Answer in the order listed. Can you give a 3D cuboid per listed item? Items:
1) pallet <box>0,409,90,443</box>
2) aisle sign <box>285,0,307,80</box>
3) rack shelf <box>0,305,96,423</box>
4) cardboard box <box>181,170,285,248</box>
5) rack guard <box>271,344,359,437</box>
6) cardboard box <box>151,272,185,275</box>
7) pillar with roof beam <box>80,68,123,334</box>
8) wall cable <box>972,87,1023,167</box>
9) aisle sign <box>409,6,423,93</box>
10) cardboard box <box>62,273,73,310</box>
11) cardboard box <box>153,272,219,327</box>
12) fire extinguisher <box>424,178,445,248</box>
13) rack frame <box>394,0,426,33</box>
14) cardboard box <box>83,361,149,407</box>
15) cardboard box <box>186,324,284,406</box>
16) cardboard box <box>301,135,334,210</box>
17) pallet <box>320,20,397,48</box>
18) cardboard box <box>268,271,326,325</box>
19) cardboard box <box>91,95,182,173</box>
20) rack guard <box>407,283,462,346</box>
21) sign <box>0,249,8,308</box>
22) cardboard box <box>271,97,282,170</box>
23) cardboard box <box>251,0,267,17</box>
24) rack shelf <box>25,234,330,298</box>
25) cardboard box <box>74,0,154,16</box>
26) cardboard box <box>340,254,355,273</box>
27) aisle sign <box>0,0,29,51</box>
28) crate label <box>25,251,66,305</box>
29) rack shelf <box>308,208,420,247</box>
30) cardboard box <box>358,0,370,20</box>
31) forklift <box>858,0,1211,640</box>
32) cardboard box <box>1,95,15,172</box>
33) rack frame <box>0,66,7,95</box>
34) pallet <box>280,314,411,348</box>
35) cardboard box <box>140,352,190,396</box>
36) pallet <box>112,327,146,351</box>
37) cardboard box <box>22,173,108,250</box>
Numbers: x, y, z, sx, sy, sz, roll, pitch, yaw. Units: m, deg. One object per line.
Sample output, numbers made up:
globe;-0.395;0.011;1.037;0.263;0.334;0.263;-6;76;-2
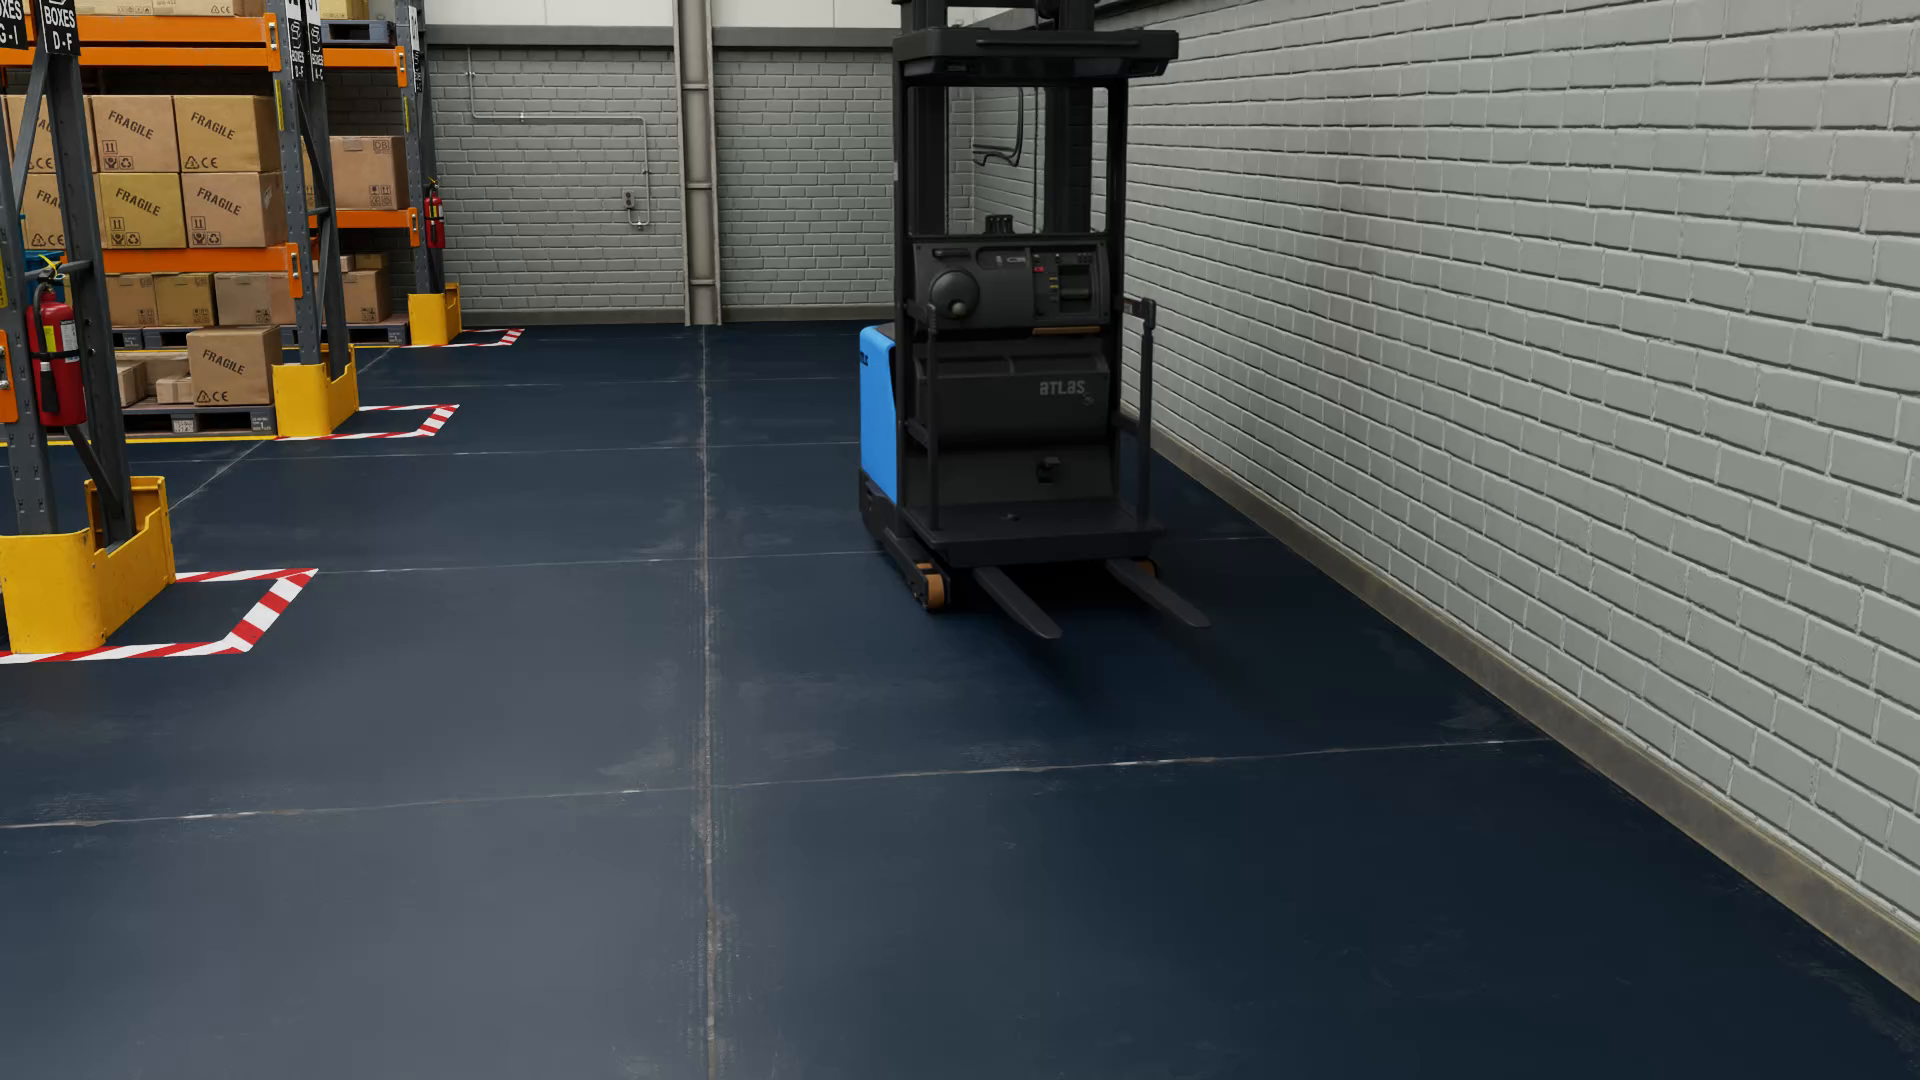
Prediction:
pallet;-6.660;-0.888;11.828;1.213;0.211;1.003;-2;14;-8
aisle sign;-4.480;-3.505;11.188;0.004;0.787;0.394;-2;14;-8
rack shelf;-5.836;-0.703;6.836;4.000;0.370;1.077;-2;14;-8
cardboard box;-4.995;-2.282;11.451;0.500;0.500;0.500;-2;14;-7
rack guard;-4.668;-1.100;12.082;0.348;0.500;1.175;-2;14;-8
cardboard box;-7.653;-2.658;16.095;0.250;0.149;0.380;-3;14;-10
pillar with roof beam;-8.085;-5.470;12.033;0.400;9.000;9.100;-2;14;-8
wall cable;0.312;-5.030;16.662;0.112;2.526;3.097;-2;14;-8
aisle sign;-5.219;-4.698;15.946;0.004;0.787;0.394;-2;14;-8
cardboard box;-8.535;-2.356;16.224;0.500;0.500;0.700;-2;14;-8
cardboard box;-7.530;-2.391;16.366;0.500;0.500;0.700;-2;14;-7
fire extinguisher;-5.117;-3.183;16.173;0.183;0.674;0.296;-2;14;-8
rack frame;-5.335;-6.417;15.810;0.127;3.000;1.000;-2;14;-8
cardboard box;-6.038;-1.089;11.646;0.500;0.250;0.500;-2;14;-8
cardboard box;-5.094;-1.238;11.724;0.500;0.500;0.500;-2;14;-8
cardboard box;-6.555;-3.603;16.304;0.700;0.700;0.980;-2;14;-9
pallet;-6.067;-4.890;16.068;1.213;0.211;1.003;-2;14;-8
cardboard box;-6.507;-2.431;16.523;0.500;0.500;0.700;-2;14;-8
cardboard box;-5.491;-2.748;11.253;0.500;0.500;0.500;-2;14;-7
rack guard;-5.311;-2.295;16.847;0.348;0.500;1.175;-2;14;-8
sign;-3.761;-1.071;6.492;0.005;0.325;0.100;-2;14;-8
cardboard box;-5.071;-2.896;11.844;0.500;0.500;0.500;-2;14;-7
cardboard box;-5.139;-3.740;11.612;0.500;0.250;0.500;-2;14;-8
rack shelf;-6.571;-1.894;11.587;4.000;0.370;1.077;-2;14;-8
cardboard box;-5.558;-3.600;11.053;0.500;0.250;0.500;-2;14;-8
cardboard box;-6.112;-2.715;16.323;0.250;0.149;0.380;-2;14;-9
aisle sign;-3.744;-2.317;6.450;0.004;0.787;0.394;-2;14;-8
crate label;-4.152;-1.142;7.330;0.303;0.233;0.416;-2;14;-8
rack shelf;-7.312;-3.086;16.338;4.000;0.370;1.077;-2;14;-8
cardboard box;-6.093;-5.174;16.259;0.500;0.250;0.500;-1;14;-5
forklift;0.296;-1.209;7.516;1.130;2.935;3.031;-3;14;-13
cardboard box;-6.511;-2.710;11.099;0.500;0.500;0.500;-2;14;-7
rack frame;-9.290;-3.362;15.961;0.127;3.000;1.000;-2;14;-8
pallet;-6.114;-2.107;16.688;1.213;0.211;1.003;-2;14;-8
cardboard box;-5.667;-1.226;12.191;0.500;0.250;0.500;-2;14;-8
pallet;-8.526;-2.018;16.335;1.213;0.211;1.003;-2;14;-8
cardboard box;-6.002;-2.246;11.306;0.500;0.500;0.500;-2;14;-8
